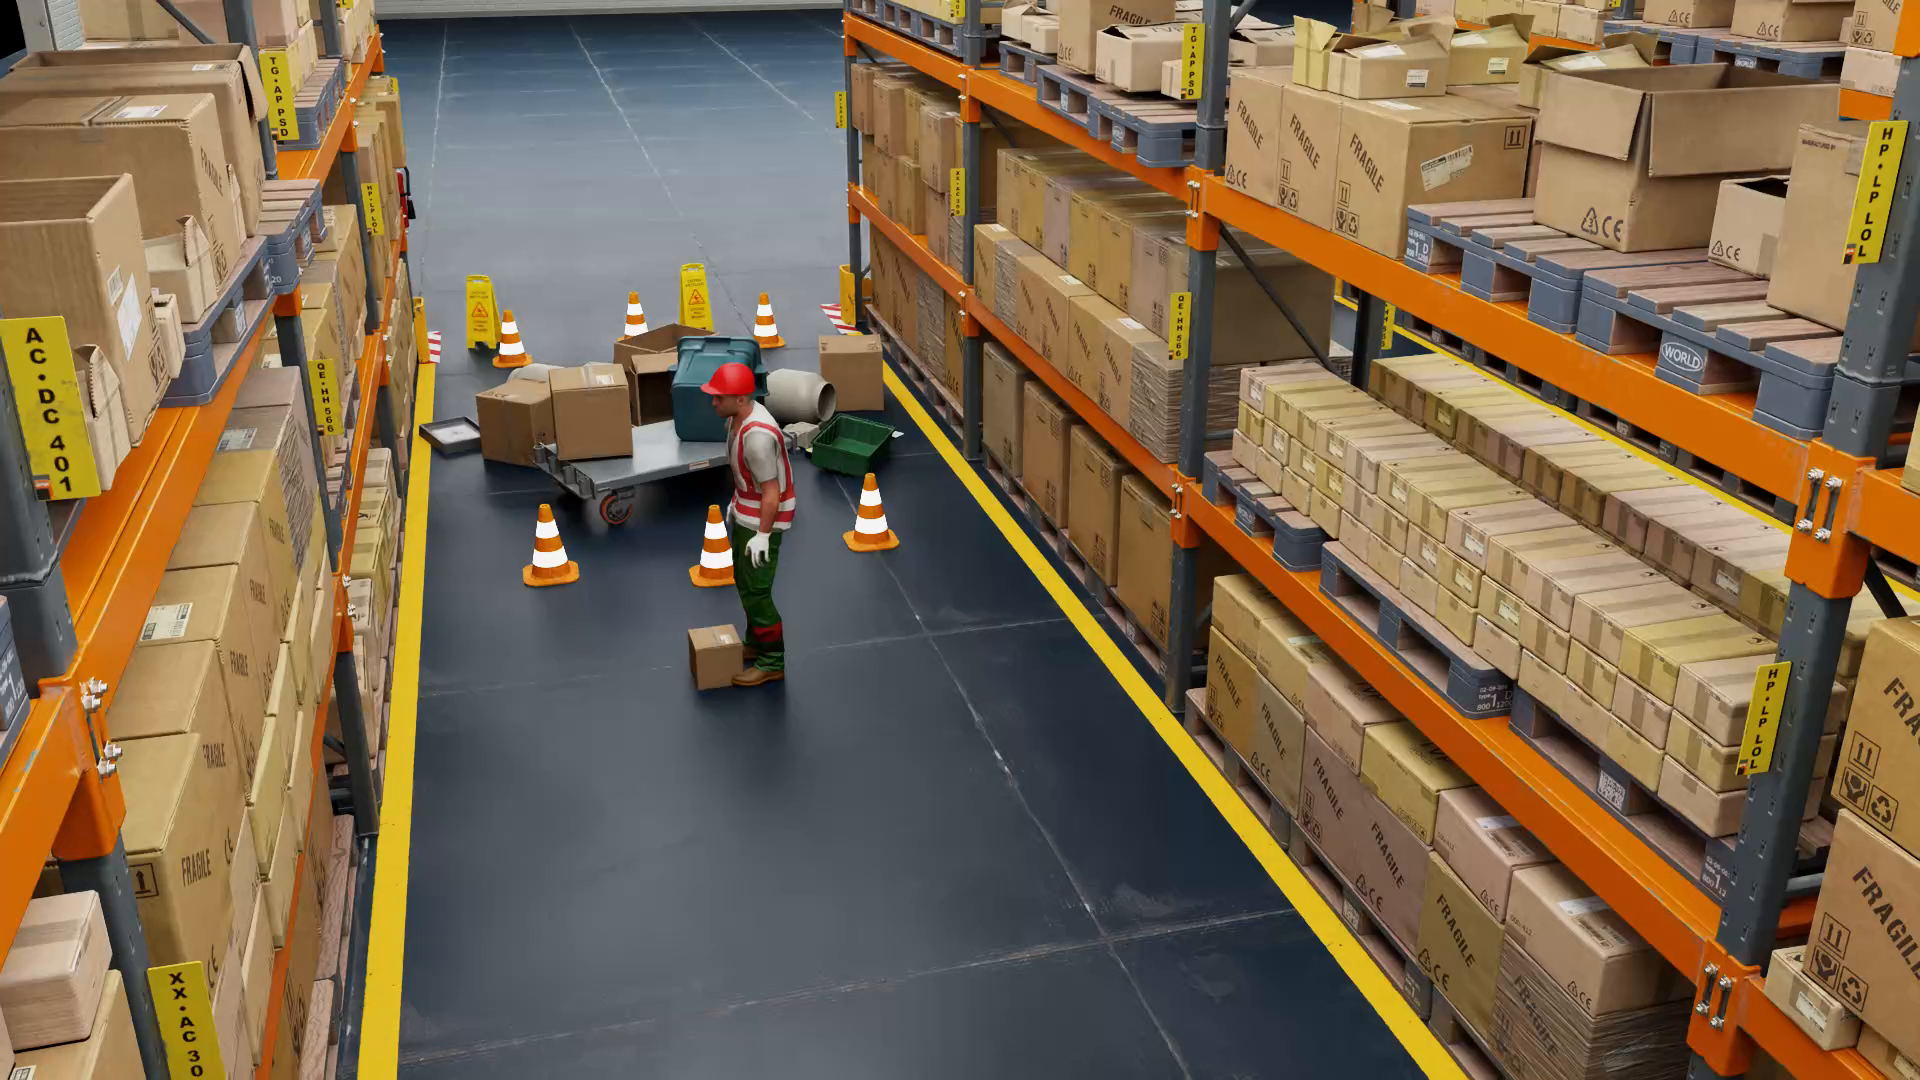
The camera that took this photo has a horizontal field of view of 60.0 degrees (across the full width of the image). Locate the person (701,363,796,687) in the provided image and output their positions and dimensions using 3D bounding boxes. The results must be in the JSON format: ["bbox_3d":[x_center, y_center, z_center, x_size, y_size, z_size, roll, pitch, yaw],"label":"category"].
[{"bbox_3d":[-1.109,-0.093,8.799,0.451,1.778,0.611,-8,24,-17],"label":"person"}]
